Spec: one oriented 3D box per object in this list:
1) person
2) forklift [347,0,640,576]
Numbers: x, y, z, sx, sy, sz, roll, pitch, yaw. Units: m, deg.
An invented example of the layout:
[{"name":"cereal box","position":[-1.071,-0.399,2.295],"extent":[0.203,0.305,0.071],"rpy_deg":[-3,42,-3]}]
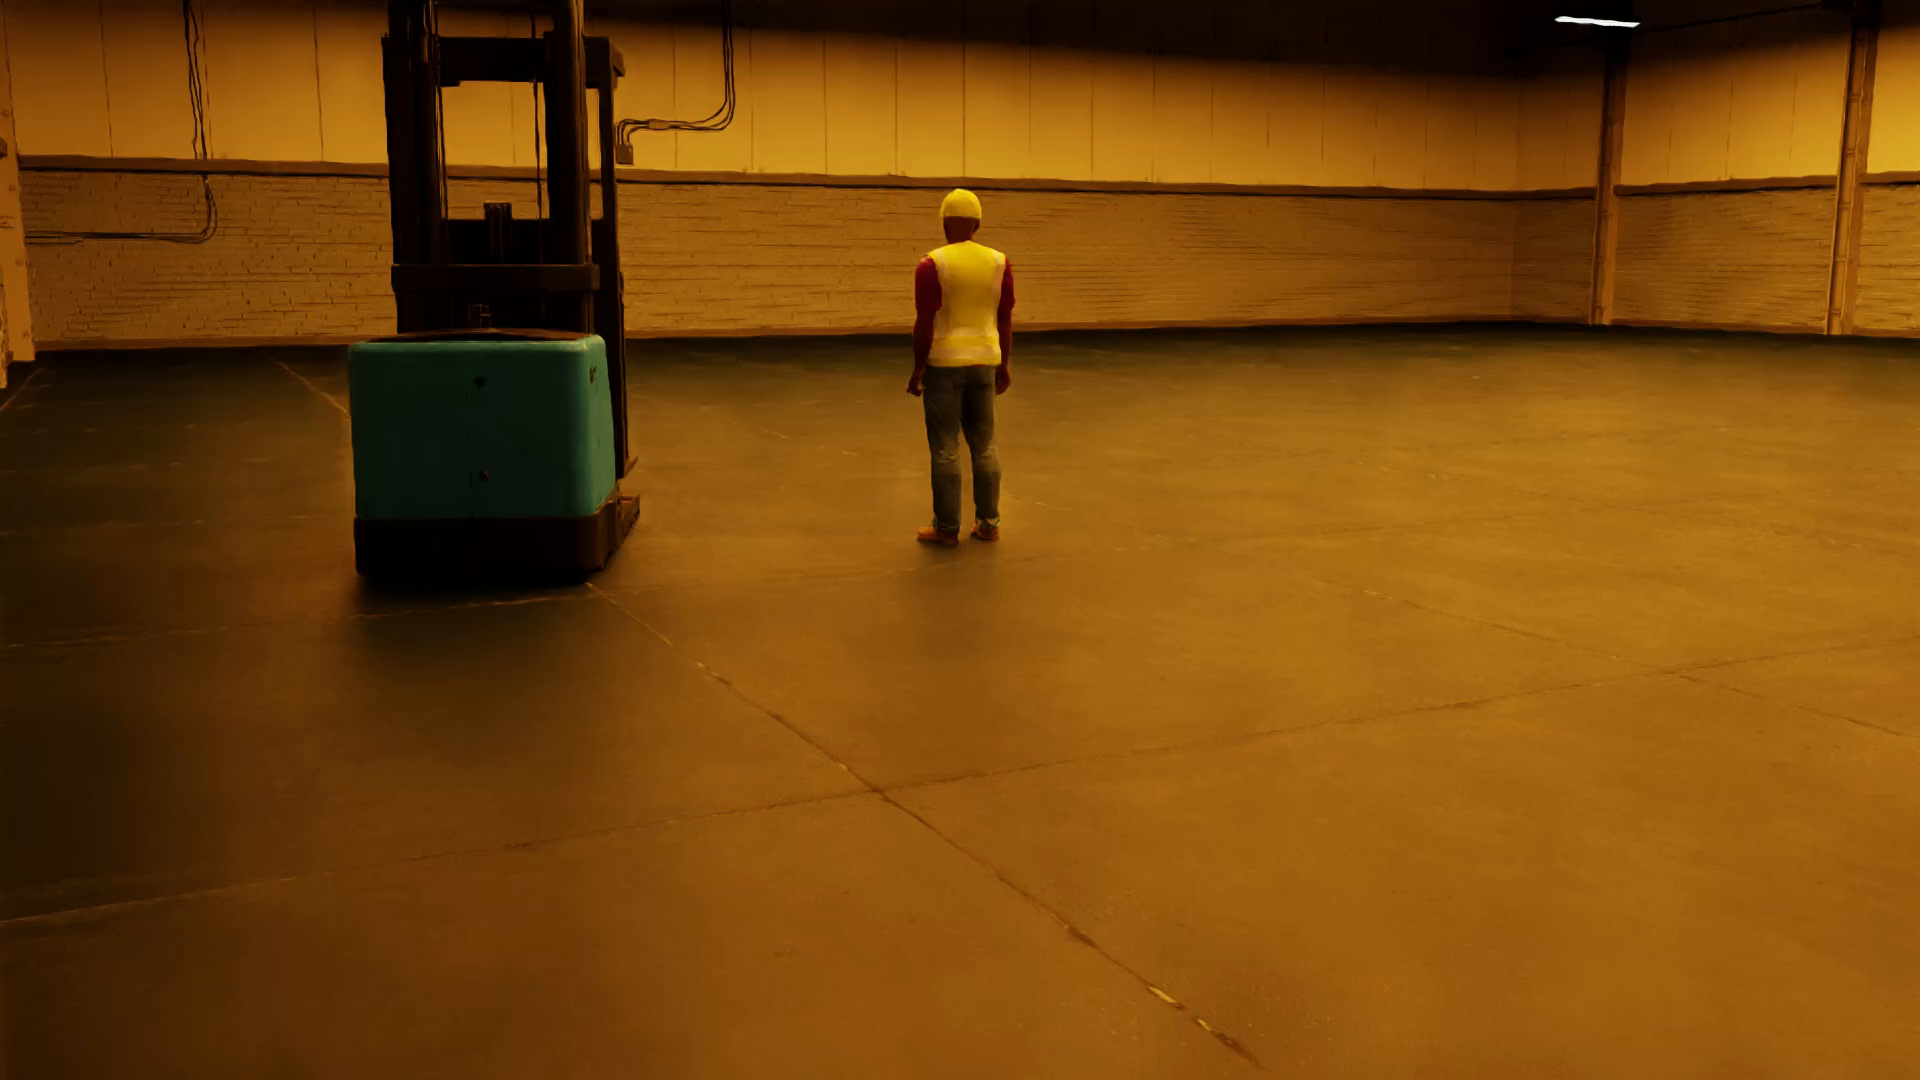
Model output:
[{"name":"person","position":[-0.007,-0.874,8.423],"extent":[0.559,1.771,0.367],"rpy_deg":[-5,11,-26]},{"name":"forklift","position":[-2.280,-1.481,8.529],"extent":[1.130,2.935,3.031],"rpy_deg":[-1,10,-6]}]
